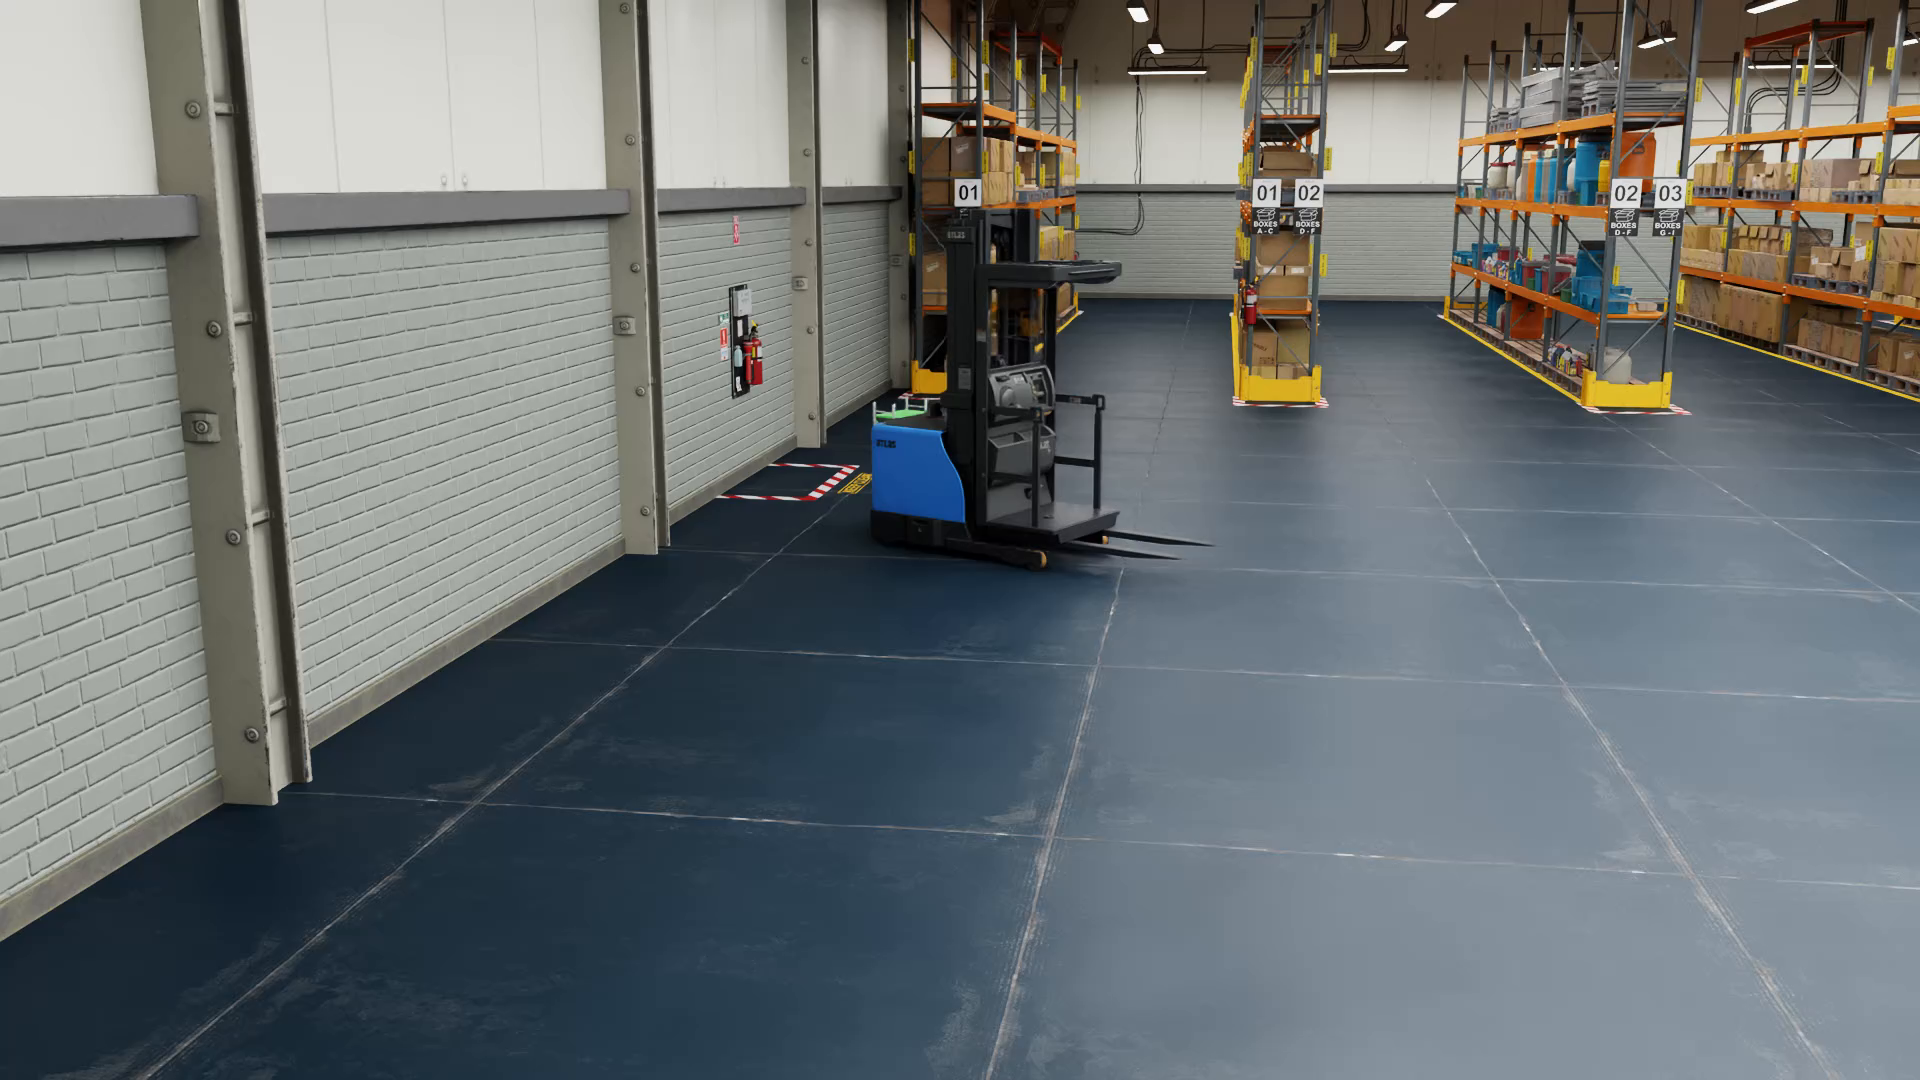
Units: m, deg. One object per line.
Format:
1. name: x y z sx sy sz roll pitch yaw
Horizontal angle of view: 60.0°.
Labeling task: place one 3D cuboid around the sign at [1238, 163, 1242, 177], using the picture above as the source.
1. sign: 6.655 -8.792 39.476 0.100 0.325 0.005 2 12 9

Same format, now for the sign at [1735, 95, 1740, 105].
1. sign: 17.513 -9.967 37.476 0.100 0.325 0.005 2 12 9

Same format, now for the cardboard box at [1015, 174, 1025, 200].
1. cardboard box: 0.774 -6.635 31.249 0.797 0.503 0.637 4 13 17

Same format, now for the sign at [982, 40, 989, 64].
1. sign: 0.371 -7.121 24.269 0.100 0.325 0.005 2 12 9

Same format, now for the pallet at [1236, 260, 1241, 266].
1. pallet: 6.345 -5.792 35.204 1.003 0.211 1.213 2 12 9

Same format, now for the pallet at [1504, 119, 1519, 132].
1. pallet: 10.996 -7.848 31.449 1.213 0.211 1.003 2 12 9

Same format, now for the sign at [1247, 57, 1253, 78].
1. sign: 4.807 -7.826 27.543 0.100 0.325 0.005 2 12 9

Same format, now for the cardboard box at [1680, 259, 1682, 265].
1. cardboard box: 16.560 -6.320 37.795 0.380 0.149 0.250 2 12 8

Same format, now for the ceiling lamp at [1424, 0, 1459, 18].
1. ceiling lamp: 7.994 -10.053 26.425 0.800 3.185 2.000 2 12 9

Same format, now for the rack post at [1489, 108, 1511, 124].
1. rack post: 11.309 -8.609 33.758 0.937 0.300 0.954 2 12 8

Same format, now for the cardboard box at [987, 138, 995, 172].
1. cardboard box: 0.261 -5.899 25.467 0.500 0.500 0.500 2 12 8

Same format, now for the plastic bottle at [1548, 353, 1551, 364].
1. plastic bottle: 9.741 -2.996 27.372 0.097 0.201 0.097 0 12 0

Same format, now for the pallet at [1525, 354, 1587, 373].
1. pallet: 10.322 -3.023 28.521 1.003 0.211 1.213 2 12 9

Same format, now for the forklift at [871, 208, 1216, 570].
1. forklift: 0.699 -1.308 14.106 3.031 2.935 1.130 9 15 34

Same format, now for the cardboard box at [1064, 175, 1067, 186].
1. cardboard box: 2.139 -8.096 37.443 0.500 0.250 0.500 2 12 7

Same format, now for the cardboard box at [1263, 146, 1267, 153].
1. cardboard box: 5.544 -6.594 28.931 0.500 0.500 0.500 3 13 14

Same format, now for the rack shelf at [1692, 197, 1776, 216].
1. rack shelf: 16.671 -7.258 36.138 1.077 0.370 4.000 2 12 9

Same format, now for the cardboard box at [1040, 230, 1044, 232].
1. cardboard box: 1.394 -6.038 33.121 0.500 0.250 0.500 2 12 10

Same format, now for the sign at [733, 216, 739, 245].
1. sign: -2.353 -3.256 17.481 0.001 0.298 0.199 2 12 9

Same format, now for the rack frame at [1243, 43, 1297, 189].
1. rack frame: 6.576 -8.981 35.307 1.000 3.000 0.127 2 12 9

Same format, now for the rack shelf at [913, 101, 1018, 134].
1. rack shelf: 0.142 -6.706 26.465 1.077 0.370 4.000 2 12 9

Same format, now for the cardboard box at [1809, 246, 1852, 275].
1. cardboard box: 15.705 -5.034 30.000 0.500 0.500 0.500 0 12 2

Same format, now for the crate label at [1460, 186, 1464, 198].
1. crate label: 11.623 -7.932 37.911 0.408 0.251 0.502 2 12 9

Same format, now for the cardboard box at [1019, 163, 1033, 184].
1. cardboard box: 1.082 -7.207 32.912 0.700 0.500 0.500 1 12 4

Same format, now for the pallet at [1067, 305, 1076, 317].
1. pallet: 2.250 -5.509 40.053 1.003 0.211 1.213 2 12 9

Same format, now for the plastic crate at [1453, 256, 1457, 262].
1. plastic crate: 11.590 -6.515 38.589 0.250 0.136 0.298 2 12 9

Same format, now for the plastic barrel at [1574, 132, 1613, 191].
1. plastic barrel: 9.980 -5.935 26.105 0.600 0.901 0.708 2 12 9

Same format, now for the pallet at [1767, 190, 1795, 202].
1. pallet: 15.795 -6.404 30.916 1.213 0.211 1.003 2 12 11

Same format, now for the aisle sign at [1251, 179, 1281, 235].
1. aisle sign: 4.430 -4.817 24.055 0.394 0.787 0.004 2 12 9

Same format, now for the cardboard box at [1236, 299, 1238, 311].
1. cardboard box: 6.673 -5.440 38.597 0.500 0.250 0.500 2 12 9

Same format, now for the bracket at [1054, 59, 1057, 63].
1. bracket: 2.544 -12.768 44.337 0.076 0.066 3.189 2 12 9

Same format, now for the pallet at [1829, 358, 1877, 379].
1. pallet: 15.251 -2.860 27.765 1.003 0.211 1.213 2 12 9

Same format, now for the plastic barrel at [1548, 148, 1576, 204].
1. plastic barrel: 10.103 -6.046 27.618 0.600 0.901 0.708 2 12 9

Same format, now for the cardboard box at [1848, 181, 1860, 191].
1. cardboard box: 15.323 -6.012 28.209 0.380 0.166 0.250 2 12 7

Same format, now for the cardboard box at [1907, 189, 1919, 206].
1. cardboard box: 14.647 -5.156 25.032 0.500 0.250 0.500 1 12 6

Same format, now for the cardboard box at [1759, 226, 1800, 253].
1. cardboard box: 16.076 -5.860 32.448 0.797 0.503 0.637 2 12 10

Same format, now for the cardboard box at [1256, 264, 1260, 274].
1. cardboard box: 4.639 -4.057 24.920 0.380 0.149 0.250 2 12 10

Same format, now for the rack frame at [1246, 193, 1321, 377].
1. rack frame: 4.730 -3.550 24.348 1.000 3.000 0.127 2 12 9

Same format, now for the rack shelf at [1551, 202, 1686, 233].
1. rack shelf: 9.931 -4.920 25.291 1.077 0.370 4.000 2 12 9

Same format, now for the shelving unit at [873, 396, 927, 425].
1. shelving unit: -0.548 -0.697 15.380 0.258 1.200 0.503 8 15 34

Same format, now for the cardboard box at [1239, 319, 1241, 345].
1. cardboard box: 4.965 -3.524 27.977 0.500 0.500 0.500 2 12 9

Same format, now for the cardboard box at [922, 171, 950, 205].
1. cardboard box: -0.351 -5.330 25.201 0.500 0.500 0.500 3 12 13

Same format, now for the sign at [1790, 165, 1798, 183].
1. sign: 15.201 -6.671 30.295 0.100 0.325 0.005 2 12 9

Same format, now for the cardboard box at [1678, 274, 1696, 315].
1. cardboard box: 16.959 -5.590 37.859 0.875 0.875 0.875 2 12 9

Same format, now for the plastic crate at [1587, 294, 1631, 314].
1. plastic crate: 9.405 -3.430 24.144 0.499 0.251 0.616 2 12 9

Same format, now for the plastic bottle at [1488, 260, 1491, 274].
1. plastic bottle: 10.855 -5.583 34.055 0.061 0.283 0.133 2 12 9

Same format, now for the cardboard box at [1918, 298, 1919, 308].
1. cardboard box: 14.592 -3.537 24.883 0.380 0.149 0.250 2 12 9

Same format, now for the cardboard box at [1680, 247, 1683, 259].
1. cardboard box: 16.638 -6.540 37.871 0.500 0.250 0.500 2 12 7

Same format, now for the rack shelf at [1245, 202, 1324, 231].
1. rack shelf: 5.038 -5.081 26.039 1.077 0.370 4.000 2 12 9

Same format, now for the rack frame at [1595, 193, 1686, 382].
1. rack frame: 9.624 -3.389 23.599 1.000 3.000 0.127 2 12 9
